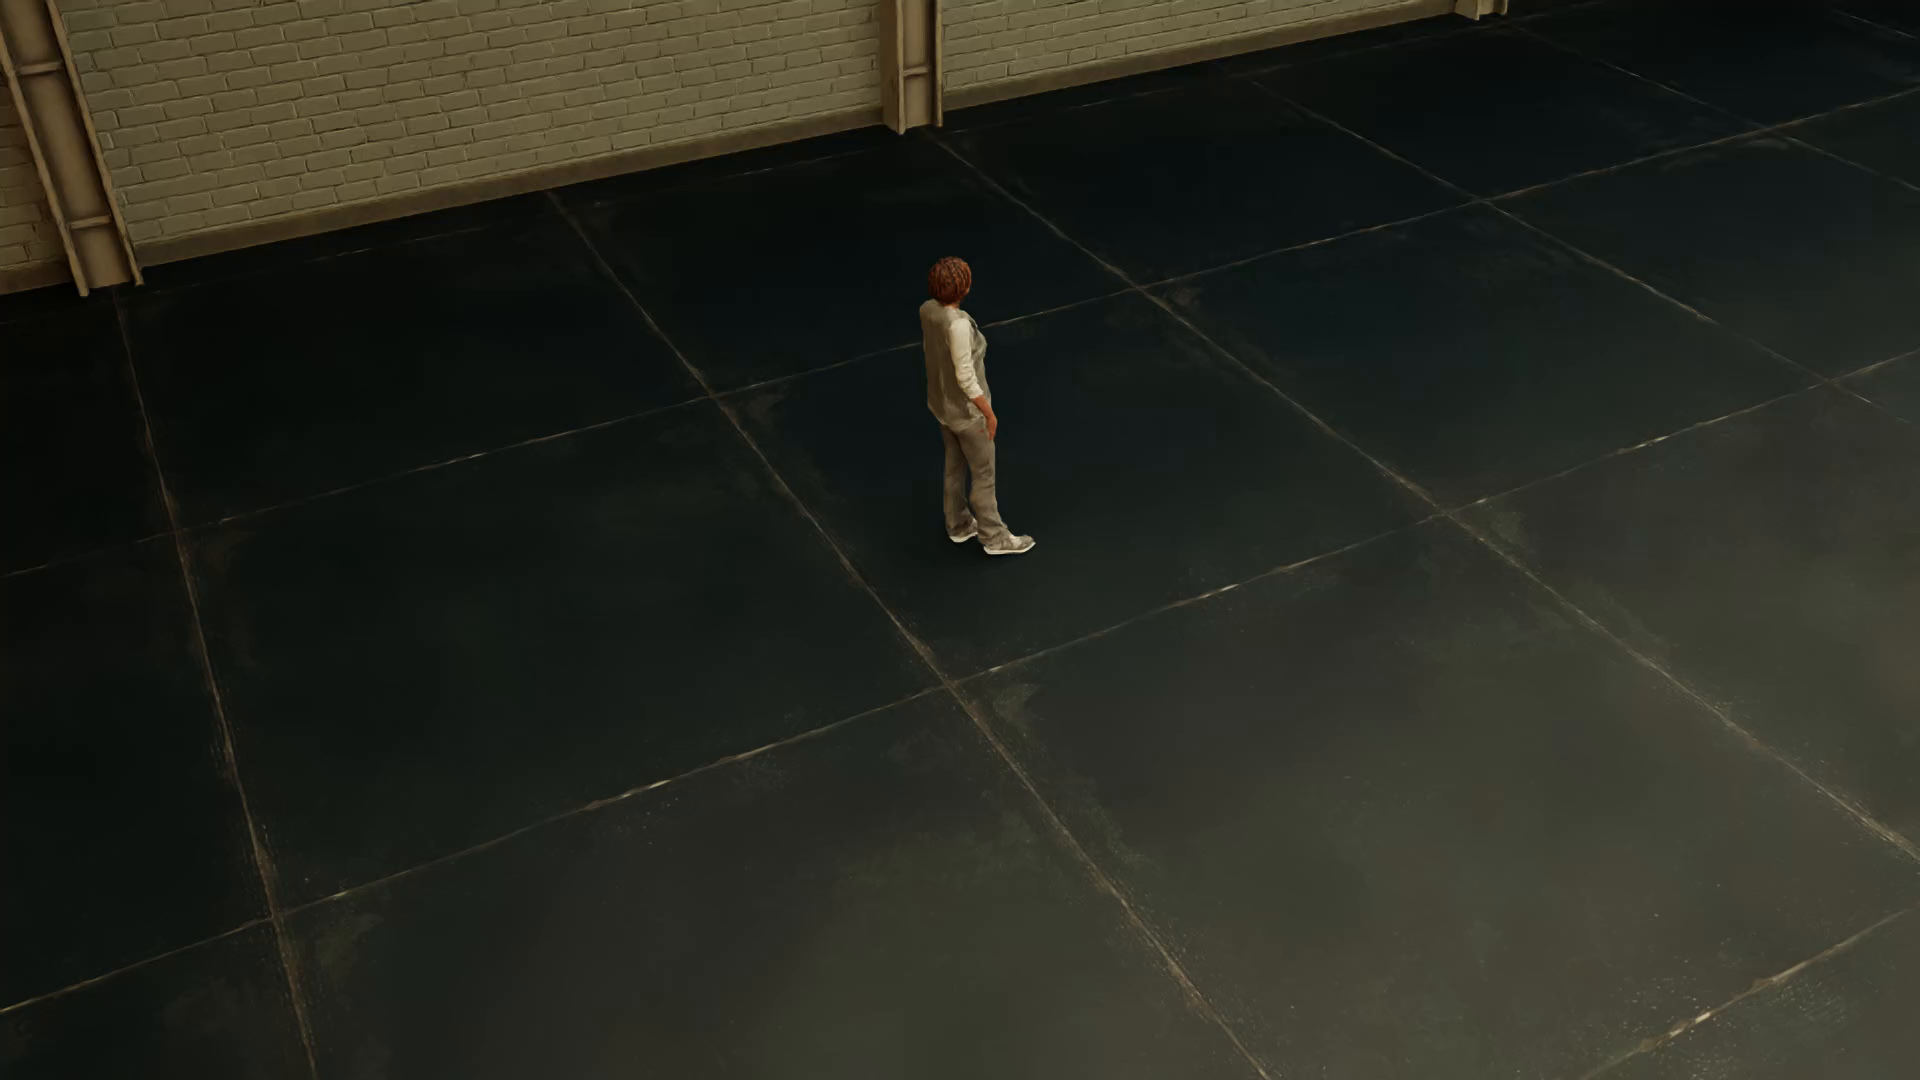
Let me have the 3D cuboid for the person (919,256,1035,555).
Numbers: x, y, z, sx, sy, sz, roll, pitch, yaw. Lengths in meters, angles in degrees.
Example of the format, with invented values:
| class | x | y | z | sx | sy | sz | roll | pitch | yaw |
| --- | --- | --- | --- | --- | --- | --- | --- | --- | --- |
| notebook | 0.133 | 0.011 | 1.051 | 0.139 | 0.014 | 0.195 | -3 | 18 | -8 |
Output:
| class | x | y | z | sx | sy | sz | roll | pitch | yaw |
| --- | --- | --- | --- | --- | --- | --- | --- | --- | --- |
| person | 0.072 | -0.671 | 8.216 | 0.474 | 1.597 | 0.521 | -17 | 39 | -23 |
